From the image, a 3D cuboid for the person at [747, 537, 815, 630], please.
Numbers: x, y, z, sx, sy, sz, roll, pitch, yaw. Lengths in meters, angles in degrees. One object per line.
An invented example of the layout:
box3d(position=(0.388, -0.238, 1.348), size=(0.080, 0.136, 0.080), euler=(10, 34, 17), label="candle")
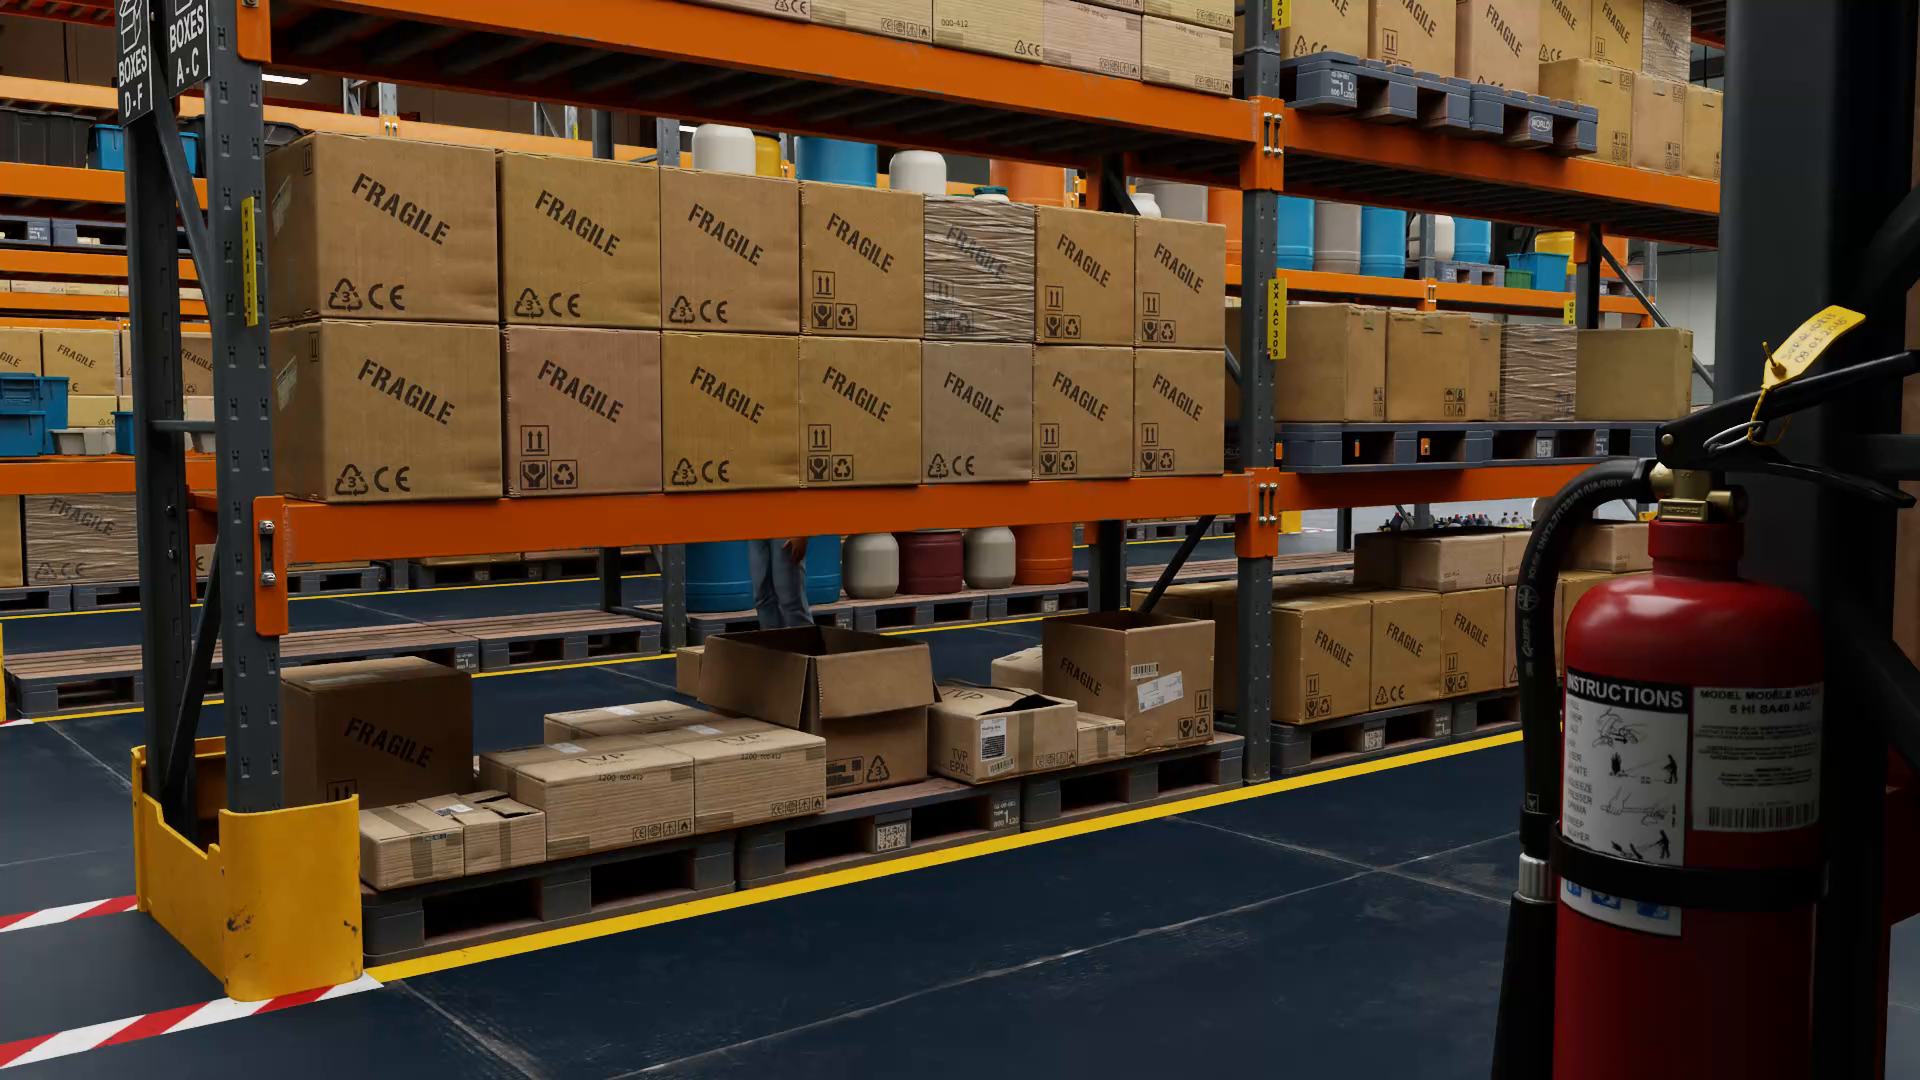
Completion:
box3d(position=(-10.673, -4.148, 16.015), size=(7.372, 9.031, 23.125), euler=(-3, 5, -37), label="person")
